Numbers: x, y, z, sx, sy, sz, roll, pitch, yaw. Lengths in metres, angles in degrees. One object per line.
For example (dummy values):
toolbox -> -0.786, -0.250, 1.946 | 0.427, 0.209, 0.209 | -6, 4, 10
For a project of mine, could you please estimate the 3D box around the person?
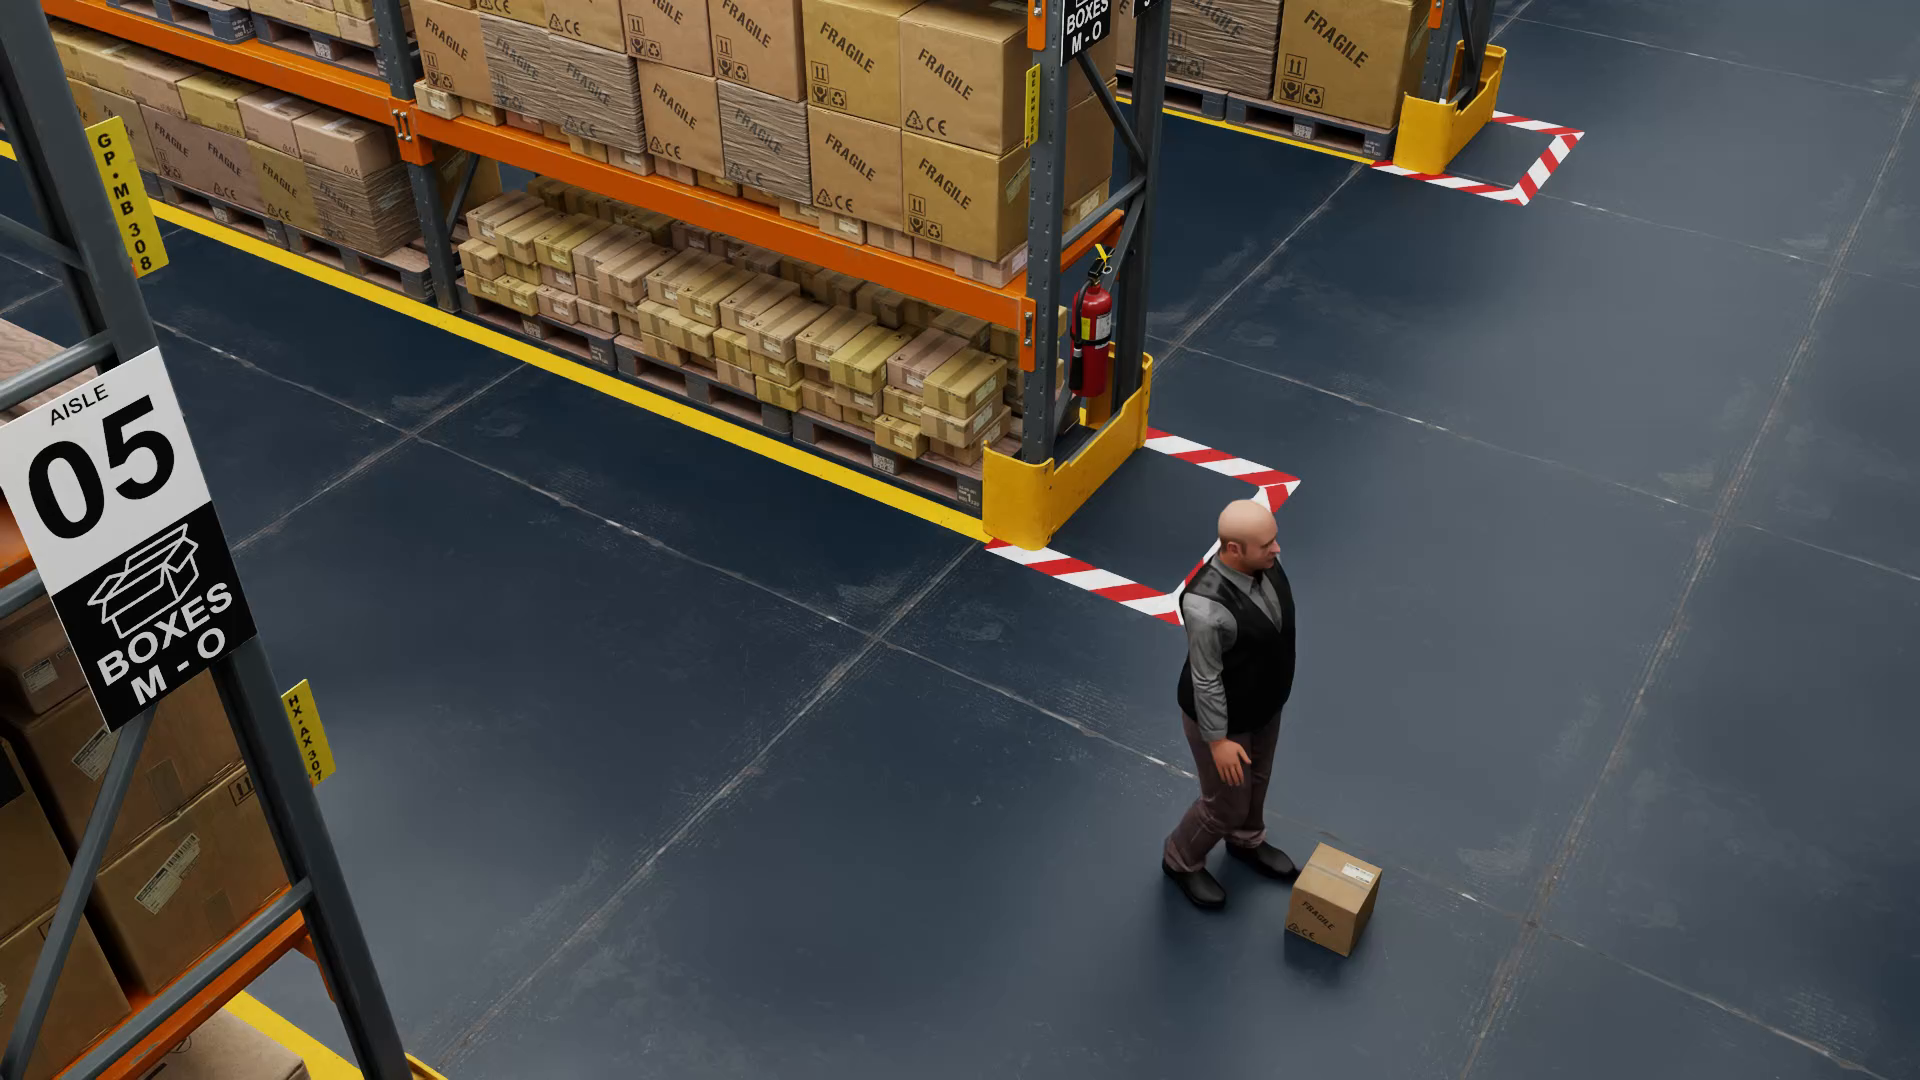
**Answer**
person -> 1.017, 0.604, 5.913 | 0.480, 1.733, 0.572 | 26, 45, 29
